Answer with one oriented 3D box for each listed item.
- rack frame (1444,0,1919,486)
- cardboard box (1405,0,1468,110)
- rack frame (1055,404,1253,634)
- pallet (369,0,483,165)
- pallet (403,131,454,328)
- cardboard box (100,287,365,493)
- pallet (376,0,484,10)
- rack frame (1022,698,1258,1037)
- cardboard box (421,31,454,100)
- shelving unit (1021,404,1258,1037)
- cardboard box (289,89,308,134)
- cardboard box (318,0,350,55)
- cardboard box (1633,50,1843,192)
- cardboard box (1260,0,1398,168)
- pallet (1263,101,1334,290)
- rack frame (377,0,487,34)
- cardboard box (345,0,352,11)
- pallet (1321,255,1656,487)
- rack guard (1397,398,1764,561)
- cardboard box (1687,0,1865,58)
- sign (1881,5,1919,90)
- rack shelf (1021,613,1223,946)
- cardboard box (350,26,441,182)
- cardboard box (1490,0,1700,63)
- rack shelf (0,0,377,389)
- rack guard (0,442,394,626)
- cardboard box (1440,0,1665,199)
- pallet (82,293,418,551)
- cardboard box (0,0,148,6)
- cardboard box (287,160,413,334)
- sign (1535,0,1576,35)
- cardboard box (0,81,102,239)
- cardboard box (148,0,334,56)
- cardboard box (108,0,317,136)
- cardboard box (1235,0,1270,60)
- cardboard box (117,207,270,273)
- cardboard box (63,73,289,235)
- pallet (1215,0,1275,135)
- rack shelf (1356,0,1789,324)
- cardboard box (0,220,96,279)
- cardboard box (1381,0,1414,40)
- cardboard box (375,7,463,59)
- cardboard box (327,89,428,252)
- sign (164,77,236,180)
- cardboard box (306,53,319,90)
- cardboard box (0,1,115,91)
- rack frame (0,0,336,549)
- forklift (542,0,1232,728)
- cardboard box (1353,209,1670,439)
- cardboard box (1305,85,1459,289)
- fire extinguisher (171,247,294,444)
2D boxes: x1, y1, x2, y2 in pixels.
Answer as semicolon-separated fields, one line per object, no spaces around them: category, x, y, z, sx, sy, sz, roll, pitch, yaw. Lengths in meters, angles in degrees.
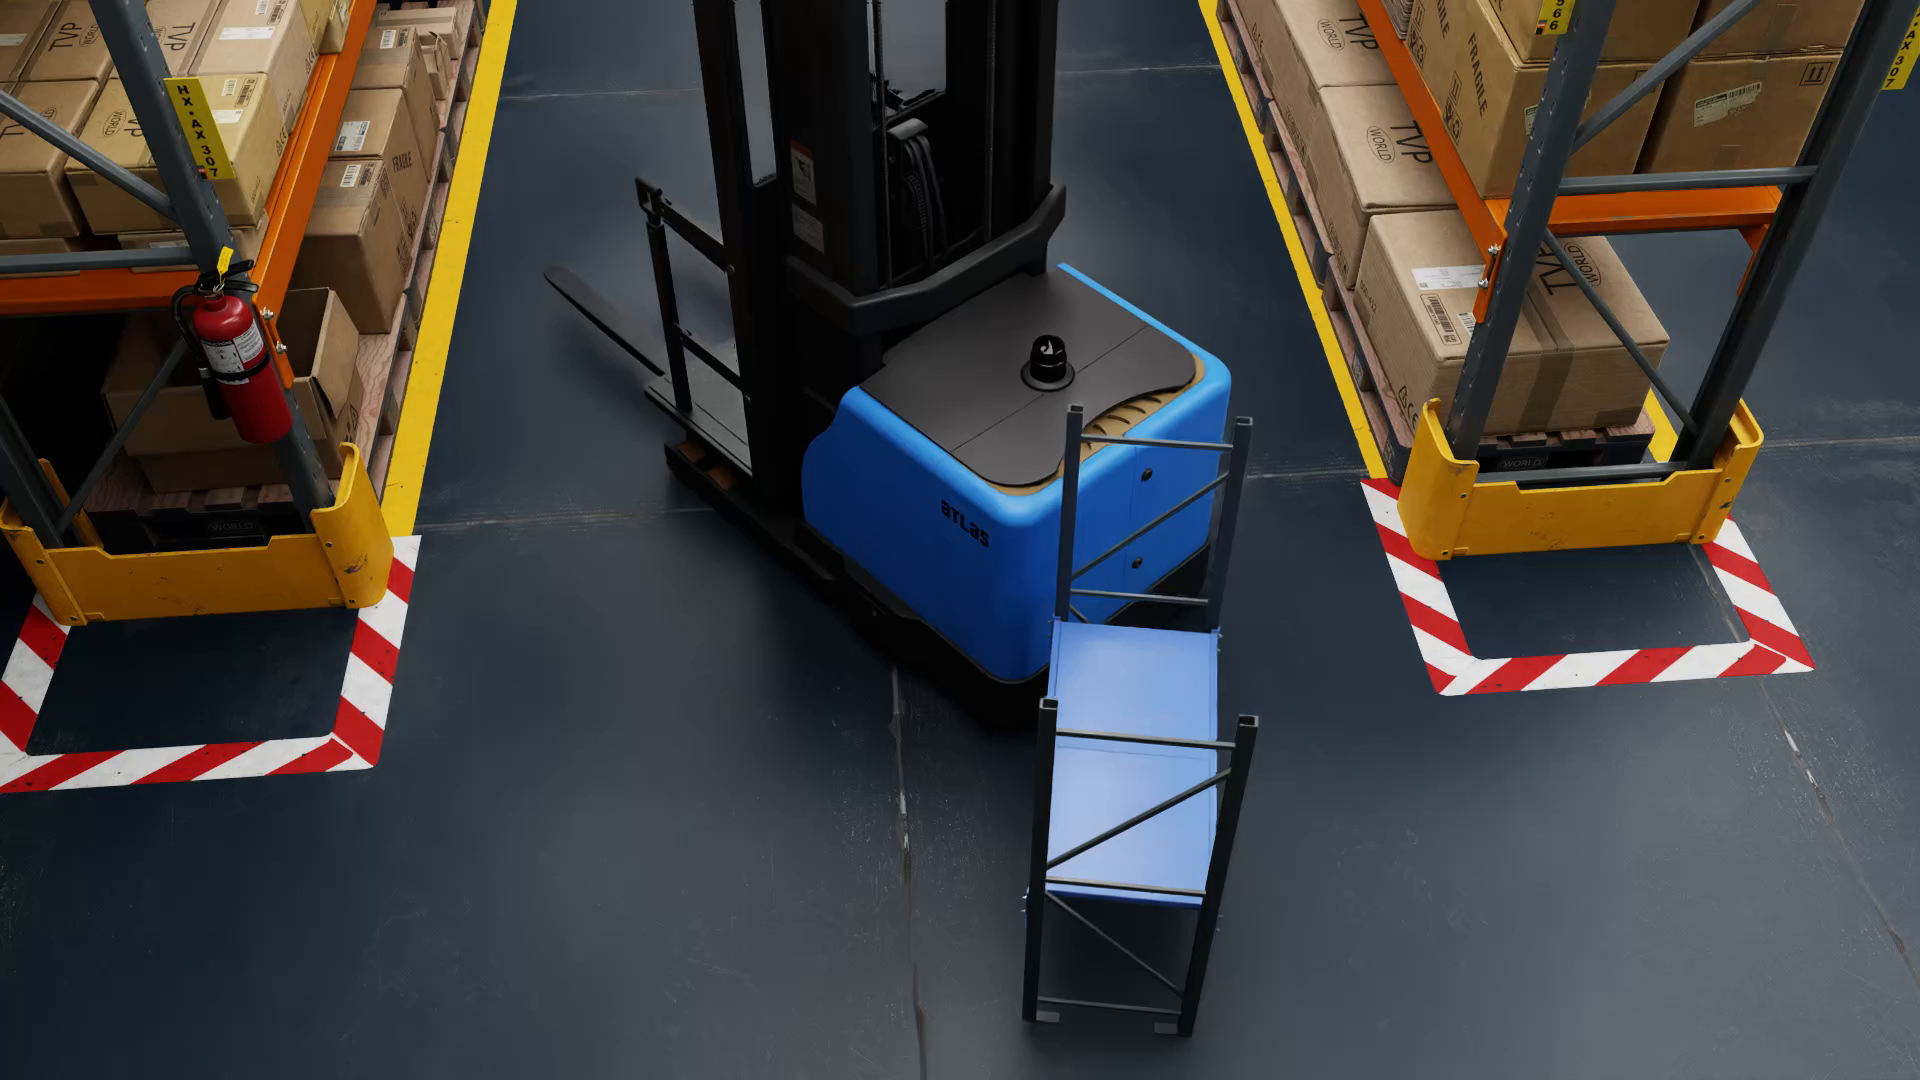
rack frame;2.264;-1.128;5.253;1.000;3.000;0.127;-3;47;-3
cardboard box;1.933;-1.860;5.876;0.500;0.500;0.500;-4;47;-4
rack frame;0.542;0.176;5.050;0.500;1.500;0.032;5;47;4
pallet;-2.960;-2.262;8.247;1.003;0.211;1.213;-3;47;-3
pallet;-2.855;-1.377;7.409;1.003;0.211;1.213;-3;47;-3
cardboard box;-2.639;-0.558;6.143;0.797;0.503;0.637;-5;47;-5
pallet;-3.123;-3.345;9.273;1.003;0.211;1.213;-3;47;-3
rack frame;0.432;0.910;4.355;0.500;1.500;0.032;5;47;4
cardboard box;-2.648;-2.279;7.936;0.396;0.266;0.258;-2;47;-2
shelving unit;0.487;0.543;4.703;0.538;1.500;1.048;5;47;4
cardboard box;-2.520;-1.548;5.823;0.380;0.149;0.250;-2;47;-2
cardboard box;-2.495;-1.927;6.182;0.380;0.149;0.250;-5;47;-4
cardboard box;2.510;-1.527;5.562;0.500;0.500;0.500;-4;47;-4
cardboard box;1.950;-2.177;7.721;0.875;0.438;0.875;-5;47;-4
pallet;2.020;-1.624;7.643;1.003;0.211;1.213;-3;47;-3
rack frame;-3.017;-3.718;7.705;1.000;3.000;0.127;-3;47;-3
cardboard box;-2.537;-2.116;6.361;0.380;0.149;0.250;-3;47;-2
pallet;2.119;-0.743;6.808;1.003;0.211;1.213;-3;47;-3
rack guard;2.266;-0.251;6.144;1.175;0.500;0.348;-3;47;-3
cardboard box;2.507;-1.871;5.199;0.500;0.500;0.500;-4;47;-4
sign;2.817;-1.483;4.937;0.100;0.325;0.005;-3;47;-3
rack shelf;0.487;0.667;4.833;0.538;0.185;1.000;5;47;4
cardboard box;-2.759;-1.929;7.443;0.700;0.500;0.500;-5;47;-5
cardboard box;1.986;-1.841;5.170;0.500;0.500;0.500;-2;47;-2
rack shelf;-2.850;-2.024;6.596;1.077;0.370;4.000;-3;47;-3
rack guard;-2.688;-0.019;5.924;1.175;0.500;0.348;-3;47;-3
cardboard box;1.960;-1.496;5.532;0.500;0.500;0.500;-3;47;-3
pallet;-2.756;-0.497;6.575;1.003;0.211;1.213;-3;47;-3
cardboard box;-3.064;-1.923;5.904;0.500;0.250;0.500;-2;47;-2
cardboard box;-2.672;-1.178;6.732;0.700;0.500;0.500;-2;47;-2
sign;1.722;-1.585;4.725;0.100;0.325;0.005;-3;47;-3
cardboard box;-2.985;-1.191;5.211;0.500;0.250;0.500;-2;47;-2
cardboard box;-2.540;-1.951;5.930;0.500;0.250;0.500;-4;47;-4
cardboard box;-2.494;-1.584;5.583;0.500;0.250;0.500;-3;47;-3
cardboard box;1.875;-2.825;8.335;0.875;0.438;0.875;-4;47;-4
cardboard box;-2.436;-0.992;5.297;0.380;0.149;0.250;-4;47;-4
cardboard box;-2.452;-1.219;5.237;0.500;0.250;0.500;-3;47;-3
pallet;1.915;-2.509;8.480;1.003;0.211;1.213;-3;47;-3
rack shelf;2.096;-2.328;6.884;1.077;0.370;4.000;-3;47;-3
cardboard box;-2.977;-0.961;5.267;0.380;0.149;0.250;-4;47;-4
cardboard box;1.880;-2.231;6.228;0.500;0.500;0.500;-2;47;-2
cardboard box;-2.678;-2.497;8.223;0.380;0.149;0.250;-5;47;-4
cardboard box;-2.616;-1.566;7.100;0.500;0.500;0.500;-3;47;-3
sign;-2.141;-1.155;4.681;0.100;0.325;0.005;-3;47;-3
cardboard box;-2.548;-1.740;6.005;0.380;0.149;0.250;-3;47;-3
cardboard box;-3.027;-1.564;5.564;0.500;0.250;0.500;-3;47;-3
rack frame;-2.682;-0.824;4.964;1.000;3.000;0.127;-3;47;-3
forklift;-0.488;-1.359;5.519;1.130;2.935;3.031;-34;55;-28
cardboard box;2.109;-0.863;6.477;0.875;0.438;0.875;-5;47;-5
cardboard box;2.024;-1.525;7.104;0.875;0.438;0.875;-2;47;-2
fire extinguisher;-2.209;-0.591;5.054;0.296;0.674;0.183;-3;47;-3
